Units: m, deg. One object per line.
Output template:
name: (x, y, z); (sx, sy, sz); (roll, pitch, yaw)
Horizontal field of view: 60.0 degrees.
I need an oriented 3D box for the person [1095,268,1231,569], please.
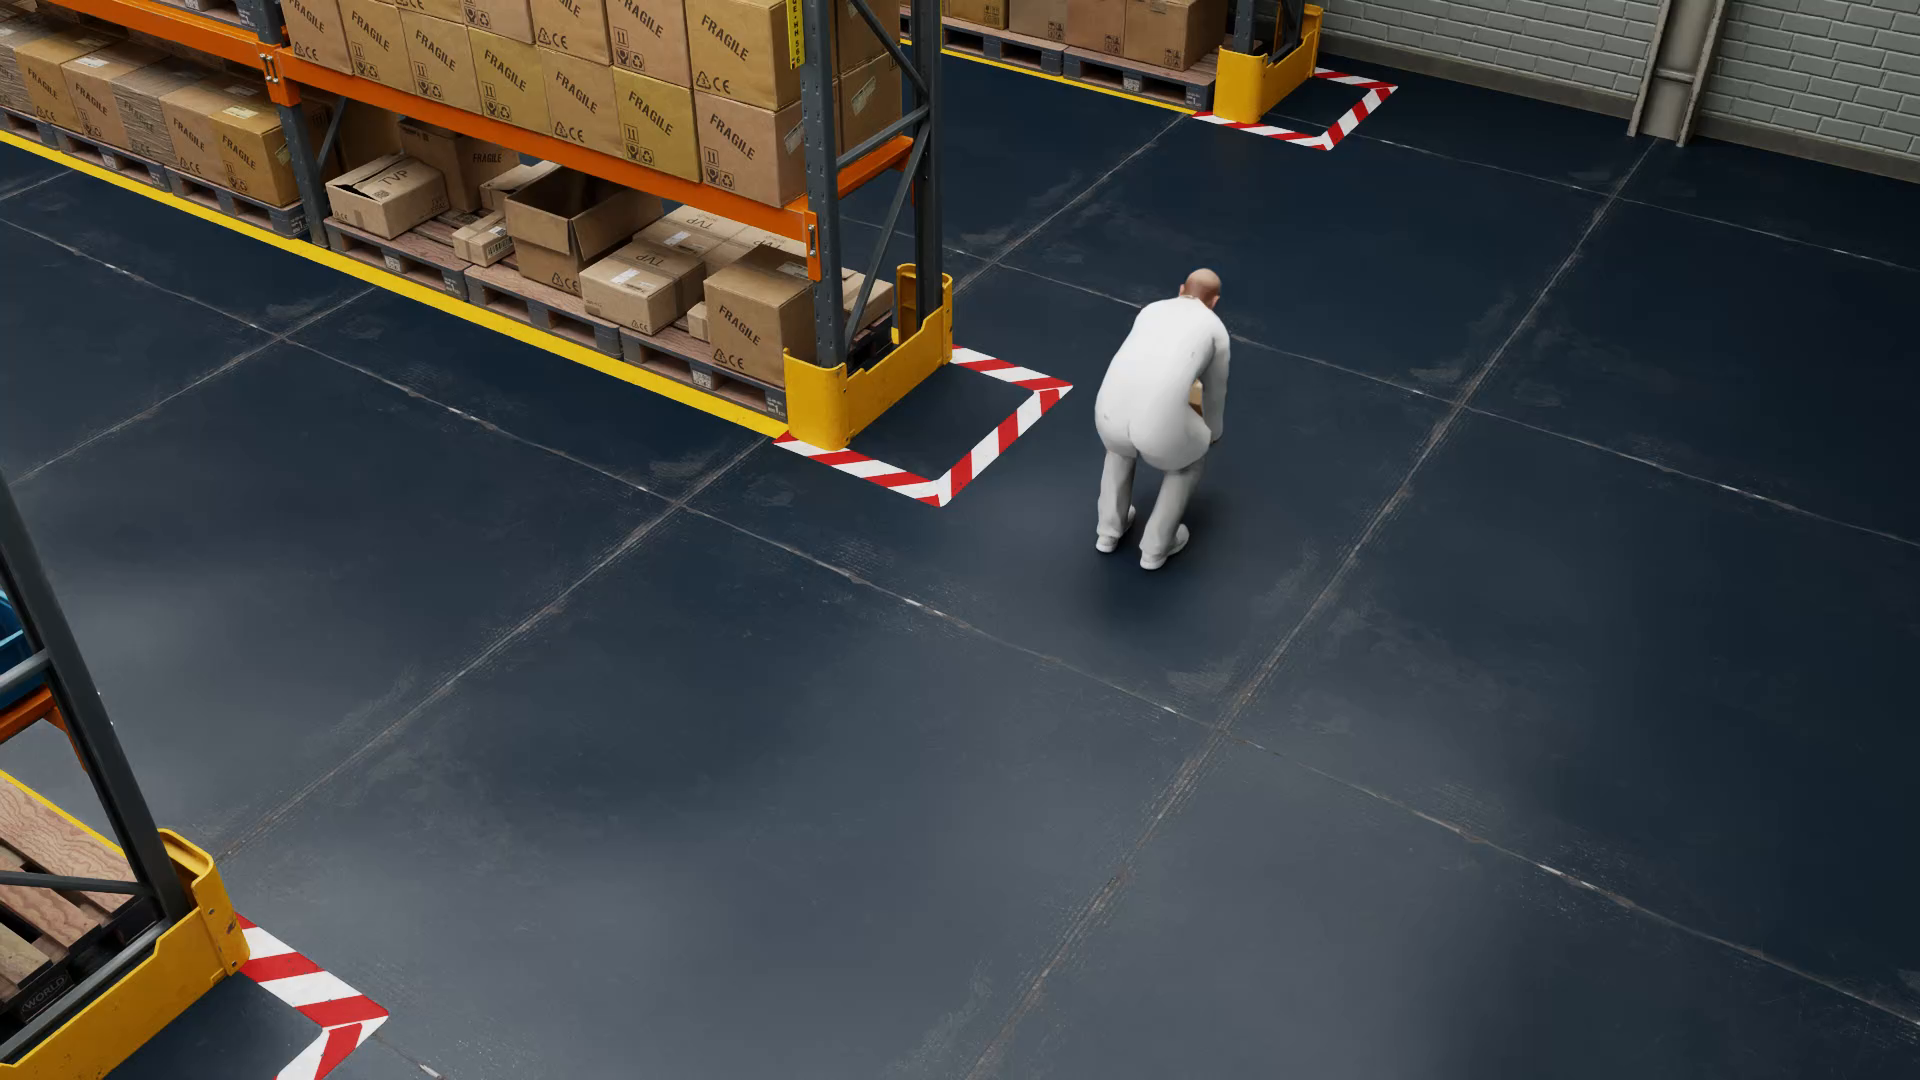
person: (0.977, -0.570, 7.871); (0.576, 1.231, 0.923); (20, 42, 23)
